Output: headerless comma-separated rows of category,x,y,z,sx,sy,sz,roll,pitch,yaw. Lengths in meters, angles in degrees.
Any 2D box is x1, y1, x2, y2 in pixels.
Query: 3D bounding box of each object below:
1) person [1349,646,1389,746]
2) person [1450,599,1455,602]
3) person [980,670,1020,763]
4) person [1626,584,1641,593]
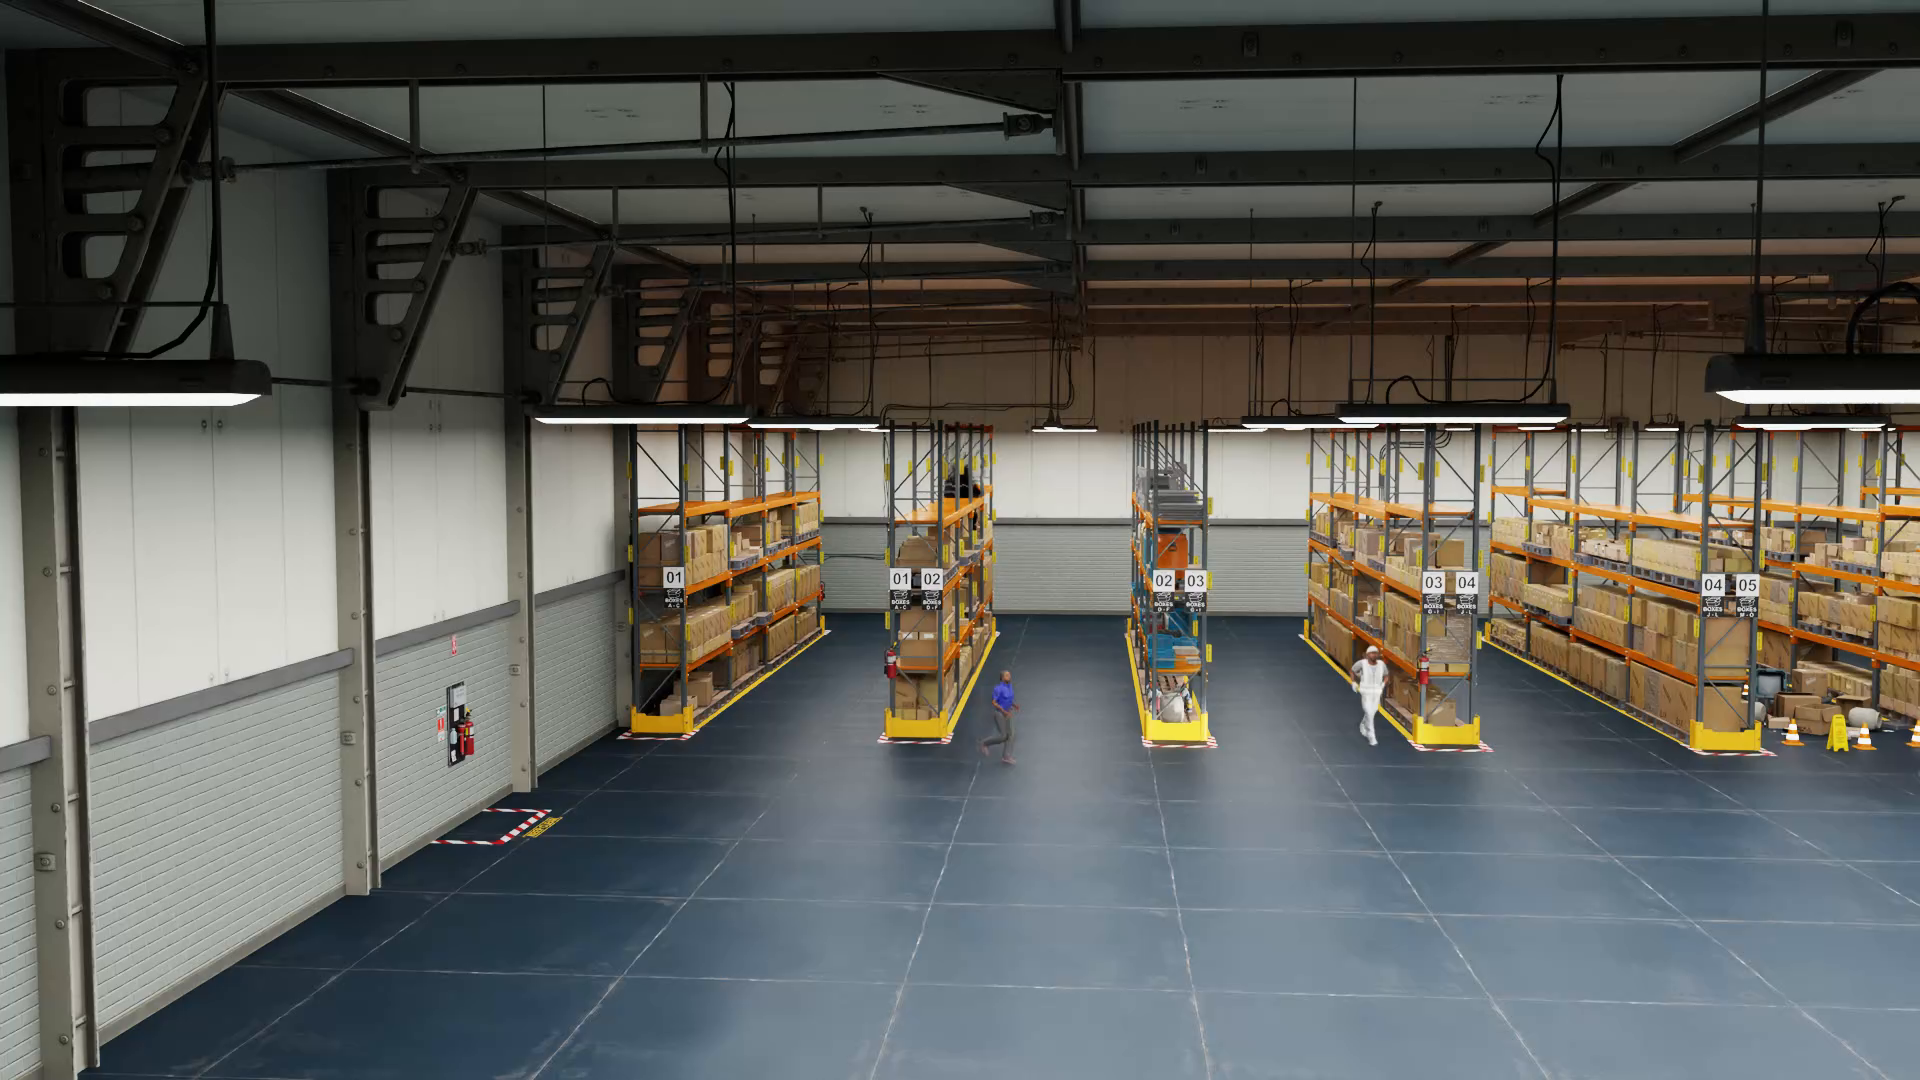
person,7.665,2.870,31.047,0.693,1.814,0.938,-1,4,-8
person,13.486,1.996,46.560,0.572,1.547,0.601,-4,5,-45
person,0.729,3.080,29.159,0.671,1.640,0.582,2,4,33
person,19.175,1.867,47.351,0.762,1.760,0.661,0,4,4
